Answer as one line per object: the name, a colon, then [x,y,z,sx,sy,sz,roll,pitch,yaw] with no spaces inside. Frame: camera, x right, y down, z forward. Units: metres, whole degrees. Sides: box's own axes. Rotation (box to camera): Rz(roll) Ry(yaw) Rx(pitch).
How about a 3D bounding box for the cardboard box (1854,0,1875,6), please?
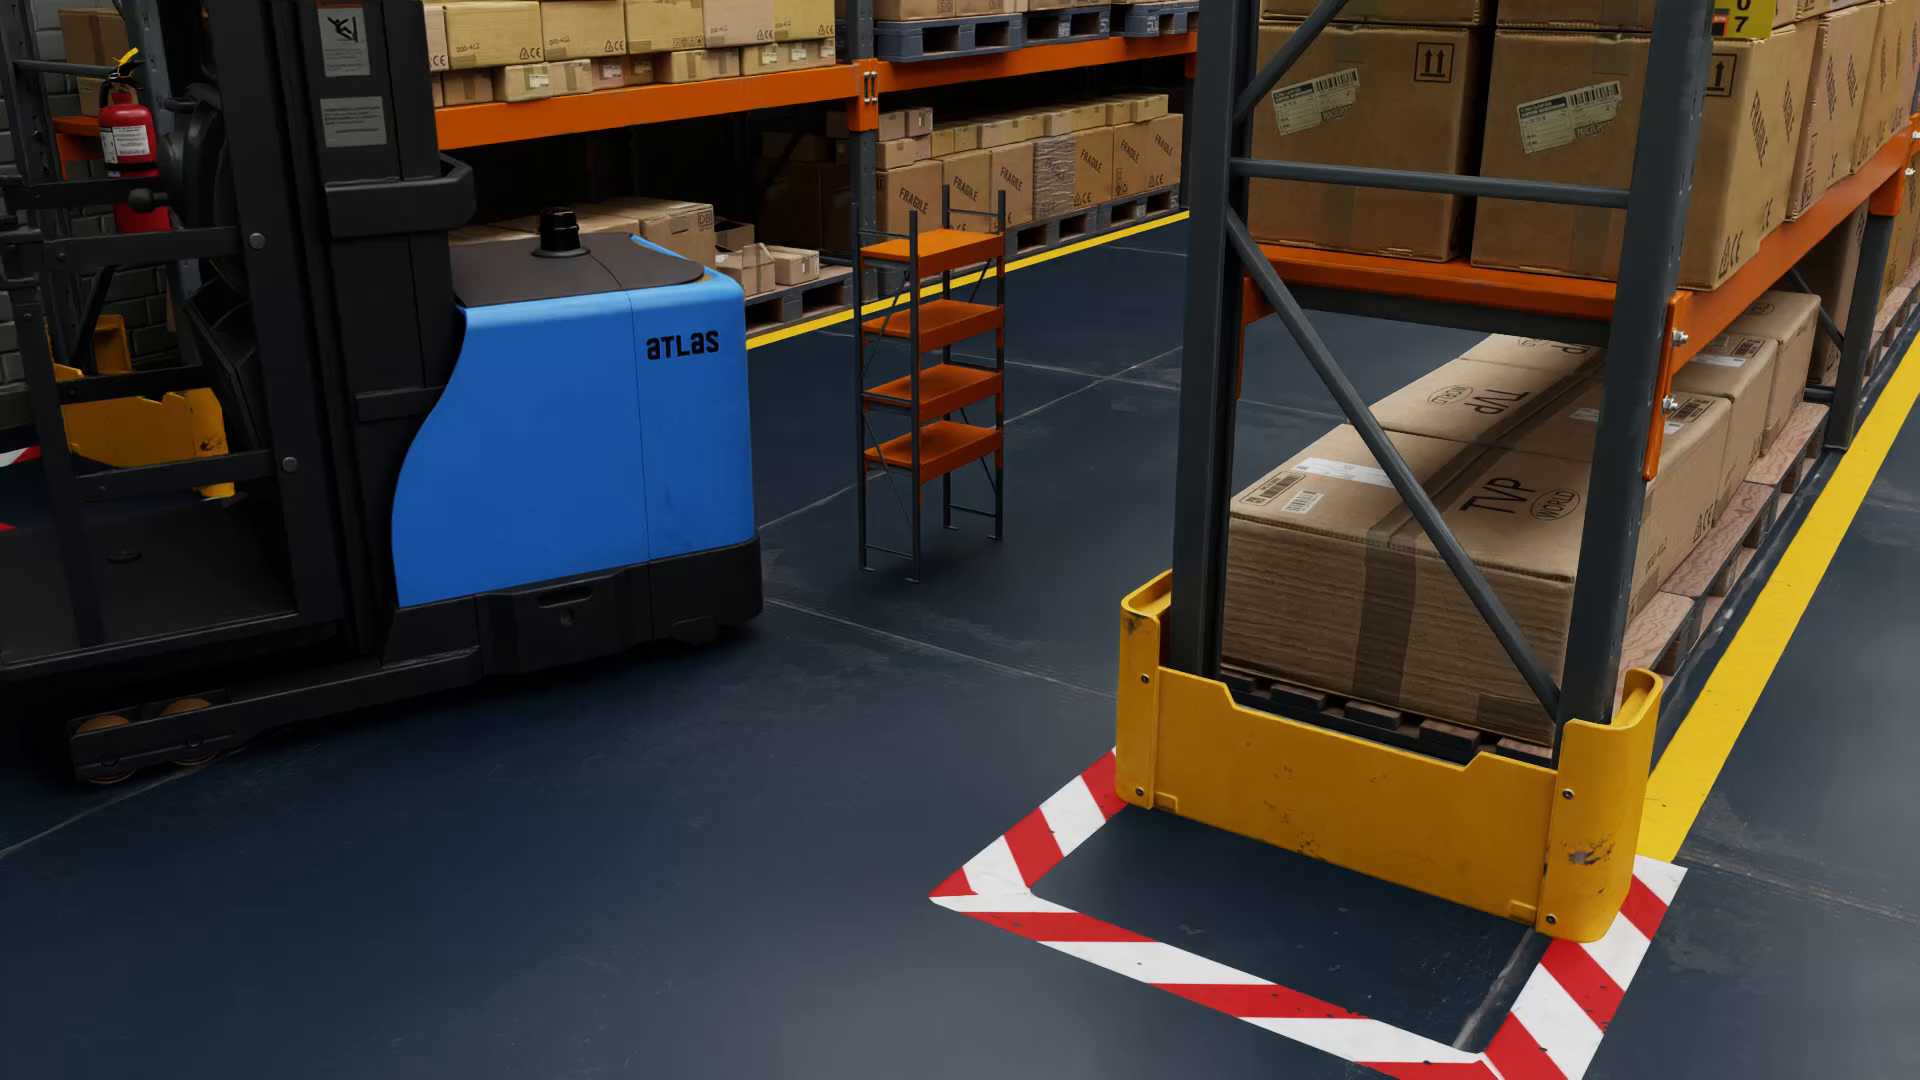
cardboard box: [2.301,-1.764,4.624,0.500,0.500,0.500,13,24,32]

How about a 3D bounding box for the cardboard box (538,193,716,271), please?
cardboard box: [-1.641,-1.408,8.244,0.700,0.500,0.500,12,24,30]

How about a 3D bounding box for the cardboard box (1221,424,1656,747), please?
cardboard box: [1.236,0.072,4.333,0.875,0.438,0.875,12,24,30]

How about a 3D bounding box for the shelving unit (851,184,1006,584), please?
shelving unit: [-0.093,-0.515,5.428,0.258,1.200,0.503,13,24,32]

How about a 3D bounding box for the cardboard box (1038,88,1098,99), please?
cardboard box: [0.787,-3.226,12.225,0.380,0.149,0.250,15,25,35]

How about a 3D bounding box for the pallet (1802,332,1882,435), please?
pallet: [3.568,-0.799,7.622,1.003,0.211,1.213,13,24,32]

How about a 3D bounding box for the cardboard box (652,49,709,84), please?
cardboard box: [-1.426,-2.273,7.947,0.380,0.149,0.250,13,24,31]

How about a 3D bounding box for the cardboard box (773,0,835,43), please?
cardboard box: [-0.995,-2.714,8.565,0.500,0.250,0.500,14,24,33]

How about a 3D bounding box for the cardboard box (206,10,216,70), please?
cardboard box: [-2.681,-1.837,6.196,0.500,0.250,0.500,13,24,32]

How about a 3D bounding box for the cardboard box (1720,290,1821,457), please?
cardboard box: [2.755,-0.707,6.441,0.875,0.438,0.875,13,24,31]

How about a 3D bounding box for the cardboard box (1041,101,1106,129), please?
cardboard box: [0.771,-2.905,11.358,0.380,0.149,0.250,14,25,33]

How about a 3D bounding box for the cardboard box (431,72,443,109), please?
cardboard box: [-2.331,-1.838,6.773,0.380,0.149,0.250,14,25,33]

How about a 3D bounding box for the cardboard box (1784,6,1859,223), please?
cardboard box: [2.017,-1.145,4.393,0.500,0.500,0.500,13,24,32]

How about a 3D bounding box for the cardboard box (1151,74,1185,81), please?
cardboard box: [2.061,-3.434,13.543,0.875,0.625,0.625,14,25,34]

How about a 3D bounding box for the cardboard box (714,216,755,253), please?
cardboard box: [-1.477,-1.631,9.120,0.500,0.311,0.500,14,25,34]

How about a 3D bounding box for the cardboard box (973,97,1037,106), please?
cardboard box: [0.312,-3.008,11.636,0.380,0.149,0.250,12,23,29]

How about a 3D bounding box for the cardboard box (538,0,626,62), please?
cardboard box: [-1.846,-2.279,7.390,0.500,0.250,0.500,13,24,30]

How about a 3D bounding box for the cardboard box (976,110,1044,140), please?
cardboard box: [0.321,-2.688,10.771,0.380,0.149,0.250,13,24,32]

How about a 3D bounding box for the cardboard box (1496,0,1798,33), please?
cardboard box: [1.453,-1.321,3.428,0.500,0.500,0.500,13,24,31]

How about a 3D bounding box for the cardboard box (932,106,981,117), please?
cardboard box: [-0.083,-2.775,11.006,0.380,0.149,0.250,12,24,30]

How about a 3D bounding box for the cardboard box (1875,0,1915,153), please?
cardboard box: [2.863,-1.586,5.586,0.500,0.500,0.500,13,24,31]

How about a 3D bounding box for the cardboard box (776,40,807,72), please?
cardboard box: [-1.009,-2.501,8.564,0.380,0.149,0.250,14,25,33]

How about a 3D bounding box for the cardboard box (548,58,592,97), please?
cardboard box: [-1.851,-2.053,7.353,0.380,0.149,0.250,14,24,33]

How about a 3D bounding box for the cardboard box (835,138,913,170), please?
cardboard box: [-0.489,-2.218,9.500,0.380,0.149,0.250,15,25,34]

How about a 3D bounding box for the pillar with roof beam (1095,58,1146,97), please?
pillar with roof beam: [4.886,-6.510,10.393,9.100,9.000,0.400,13,24,32]

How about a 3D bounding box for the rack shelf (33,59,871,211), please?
rack shelf: [-2.035,-1.927,7.687,1.077,0.370,4.000,13,24,32]

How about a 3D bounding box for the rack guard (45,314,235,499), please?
rack guard: [-3.116,-0.540,6.504,1.175,0.500,0.348,13,24,32]

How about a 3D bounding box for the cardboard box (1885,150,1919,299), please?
cardboard box: [4.483,-1.782,8.717,0.875,0.875,0.875,14,24,32]

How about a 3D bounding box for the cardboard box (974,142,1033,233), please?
cardboard box: [0.123,-2.255,10.534,0.500,0.500,0.500,12,24,30]

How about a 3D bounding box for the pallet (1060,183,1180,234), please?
pallet: [0.887,-2.471,12.141,1.003,0.211,1.213,13,24,32]

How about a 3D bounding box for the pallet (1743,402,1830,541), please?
pallet: [2.704,-0.360,6.435,1.003,0.211,1.213,13,24,32]

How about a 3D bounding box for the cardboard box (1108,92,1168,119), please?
cardboard box: [1.270,-3.124,11.948,0.380,0.149,0.250,12,23,29]

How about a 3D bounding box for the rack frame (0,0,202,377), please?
rack frame: [-3.159,-1.690,6.011,1.000,3.000,0.127,13,24,32]

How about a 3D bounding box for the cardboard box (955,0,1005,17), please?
cardboard box: [-0.163,-3.326,9.683,0.700,0.500,0.500,14,24,32]

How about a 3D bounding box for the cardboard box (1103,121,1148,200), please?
cardboard box: [0.988,-2.706,11.753,0.500,0.500,0.500,13,24,31]

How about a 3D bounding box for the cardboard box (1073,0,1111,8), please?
cardboard box: [0.573,-3.727,10.762,0.797,0.503,0.637,13,24,31]

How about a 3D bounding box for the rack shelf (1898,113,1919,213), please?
rack shelf: [4.321,-2.108,8.176,1.077,0.370,4.000,13,24,32]

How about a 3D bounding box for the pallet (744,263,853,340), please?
pallet: [-1.297,-1.333,9.066,1.003,0.211,1.213,13,24,32]

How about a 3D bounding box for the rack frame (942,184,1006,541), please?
rack frame: [0.044,-0.585,5.618,0.240,1.200,0.015,13,24,32]

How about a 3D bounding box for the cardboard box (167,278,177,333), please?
cardboard box: [-2.737,-0.874,6.796,0.797,0.503,0.637,12,24,30]

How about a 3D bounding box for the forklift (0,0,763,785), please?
forklift: [-2.126,-0.978,4.183,3.031,2.935,1.130,-11,23,-28]

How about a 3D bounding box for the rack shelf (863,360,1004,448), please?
rack shelf: [-0.093,-0.452,5.452,0.258,0.148,0.480,13,24,32]

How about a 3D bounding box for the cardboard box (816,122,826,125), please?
cardboard box: [-0.669,-2.477,10.200,0.380,0.149,0.250,14,24,32]

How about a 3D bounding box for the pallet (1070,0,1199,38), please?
pallet: [1.015,-3.688,11.687,1.213,0.211,1.003,13,24,32]

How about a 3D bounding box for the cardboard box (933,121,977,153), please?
cardboard box: [-0.120,-2.470,10.181,0.380,0.149,0.250,13,24,31]
